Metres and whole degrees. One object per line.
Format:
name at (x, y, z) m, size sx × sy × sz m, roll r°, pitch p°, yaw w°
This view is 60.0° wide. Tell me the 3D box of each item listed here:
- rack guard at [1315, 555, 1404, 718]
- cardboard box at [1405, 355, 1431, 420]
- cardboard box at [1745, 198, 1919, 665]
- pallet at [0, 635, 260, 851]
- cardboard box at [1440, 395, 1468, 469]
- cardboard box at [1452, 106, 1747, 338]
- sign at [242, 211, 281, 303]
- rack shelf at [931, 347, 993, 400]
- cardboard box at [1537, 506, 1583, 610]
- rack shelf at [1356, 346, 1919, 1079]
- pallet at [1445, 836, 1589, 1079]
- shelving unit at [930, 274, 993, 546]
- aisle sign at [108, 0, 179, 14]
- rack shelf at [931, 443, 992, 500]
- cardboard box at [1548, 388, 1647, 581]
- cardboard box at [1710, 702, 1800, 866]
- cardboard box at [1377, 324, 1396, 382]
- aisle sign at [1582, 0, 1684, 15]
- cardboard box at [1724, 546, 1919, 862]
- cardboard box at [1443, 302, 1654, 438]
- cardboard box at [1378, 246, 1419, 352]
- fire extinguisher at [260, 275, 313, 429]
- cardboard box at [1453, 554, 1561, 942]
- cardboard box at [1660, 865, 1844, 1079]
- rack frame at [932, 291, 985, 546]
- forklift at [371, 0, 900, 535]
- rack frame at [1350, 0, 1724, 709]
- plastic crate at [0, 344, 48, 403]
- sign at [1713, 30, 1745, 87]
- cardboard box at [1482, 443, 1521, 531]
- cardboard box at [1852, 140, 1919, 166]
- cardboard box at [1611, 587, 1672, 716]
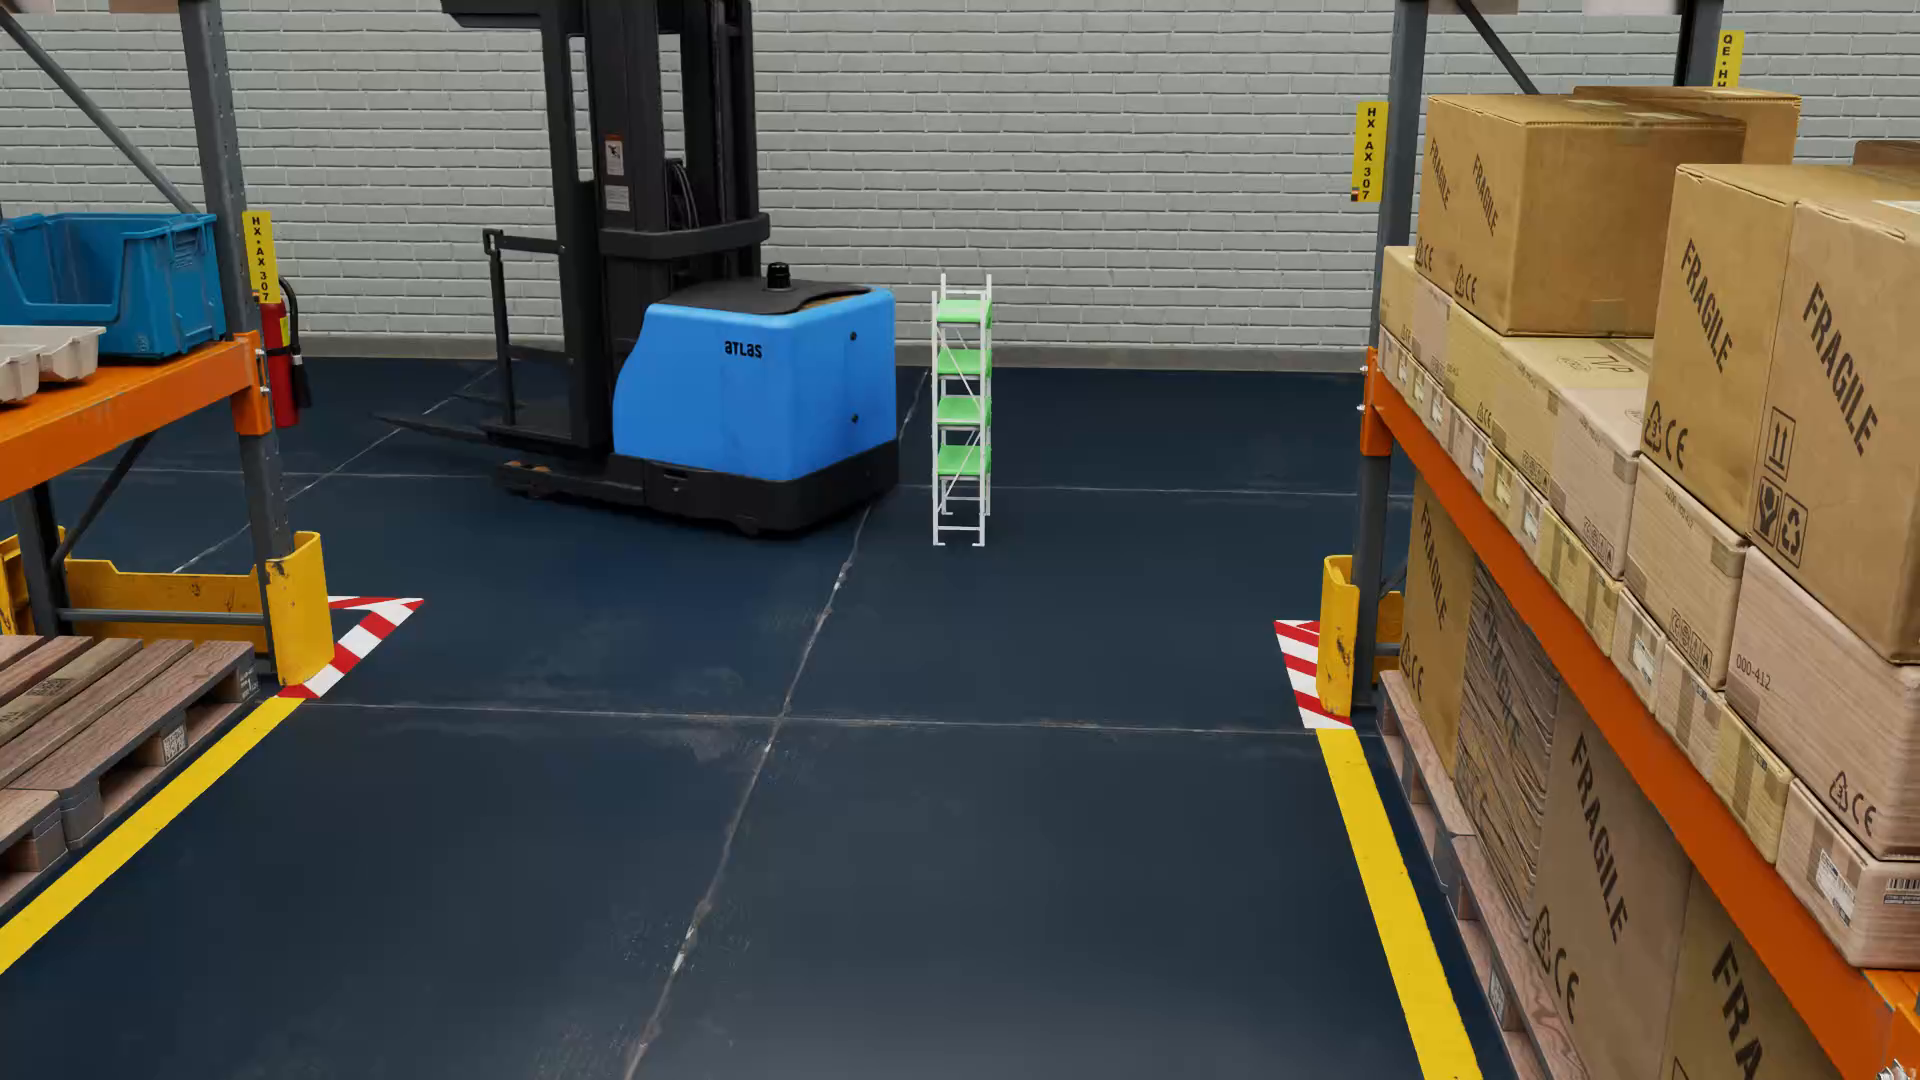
rack guard at (1.912, 0.358, 6.028) m, size 1.175 × 0.500 × 0.348 m, roll 1°, pitch 18°, yaw 4°
cardboard box at (1.521, -0.441, 4.855) m, size 0.380 × 0.149 × 0.250 m, roll 1°, pitch 18°, yaw 3°
cardboard box at (1.390, -0.155, 2.139) m, size 0.500 × 0.500 × 0.500 m, roll 2°, pitch 18°, yaw 5°
pallet at (-3.128, 0.647, 5.608) m, size 1.003 × 0.211 × 1.213 m, roll 1°, pitch 18°, yaw 4°
cardboard box at (1.484, -0.281, 4.367) m, size 0.380 × 0.149 × 0.250 m, roll 1°, pitch 18°, yaw 3°
cardboard box at (1.539, -0.790, 4.074) m, size 0.500 × 0.500 × 0.500 m, roll 1°, pitch 18°, yaw 2°
sign at (-2.480, -1.003, 5.906) m, size 0.100 × 0.325 × 0.005 m, roll 1°, pitch 18°, yaw 4°
rack shelf at (0.012, -0.789, 7.838) m, size 0.258 × 0.148 × 0.480 m, roll 1°, pitch 18°, yaw 4°
cardboard box at (1.410, 0.038, 3.393) m, size 0.380 × 0.149 × 0.250 m, roll 1°, pitch 18°, yaw 3°
rack shelf at (1.767, 0.141, 3.832) m, size 1.077 × 0.370 × 4.000 m, roll 1°, pitch 18°, yaw 4°
pallet at (1.841, 1.131, 4.134) m, size 1.003 × 0.211 × 1.213 m, roll 1°, pitch 18°, yaw 4°
shelving unit at (0.012, -0.622, 7.893) m, size 0.258 × 1.200 × 0.503 m, roll 1°, pitch 18°, yaw 4°
aisle sign at (-2.733, -2.184, 5.597) m, size 0.394 × 0.787 × 0.004 m, roll 1°, pitch 18°, yaw 4°
rack shelf at (0.012, -0.333, 7.988) m, size 0.258 × 0.148 × 0.480 m, roll 1°, pitch 18°, yaw 4°
cardboard box at (1.464, -0.113, 3.212) m, size 0.500 × 0.250 × 0.500 m, roll 2°, pitch 18°, yaw 5°
cardboard box at (1.337, 0.357, 2.419) m, size 0.380 × 0.149 × 0.250 m, roll 2°, pitch 18°, yaw 5°
cardboard box at (1.556, -0.600, 5.341) m, size 0.380 × 0.149 × 0.250 m, roll 1°, pitch 18°, yaw 5°
aisle sign at (2.215, -2.074, 5.259) m, size 0.394 × 0.787 × 0.004 m, roll 1°, pitch 18°, yaw 4°
cardboard box at (1.393, 0.207, 2.238) m, size 0.500 × 0.250 × 0.500 m, roll 1°, pitch 18°, yaw 3°
cardboard box at (1.536, -0.432, 4.187) m, size 0.500 × 0.250 × 0.500 m, roll 1°, pitch 18°, yaw 2°
cardboard box at (1.606, -0.750, 5.156) m, size 0.500 × 0.250 × 0.500 m, roll 1°, pitch 18°, yaw 2°
fire extinguisher at (-2.566, -0.756, 6.135) m, size 0.296 × 0.674 × 0.183 m, roll 1°, pitch 18°, yaw 4°
cardboard box at (1.879, 0.471, 4.407) m, size 0.875 × 0.875 × 0.875 m, roll 1°, pitch 18°, yaw 4°
cardboard box at (1.751, 1.027, 2.710) m, size 0.875 × 0.875 × 0.875 m, roll 1°, pitch 18°, yaw 4°
rack frame at (-0.006, -0.546, 7.662) m, size 0.240 × 1.200 × 0.015 m, roll 1°, pitch 18°, yaw 4°
forklift at (-1.843, -1.736, 8.514) m, size 3.031 × 2.935 × 1.130 m, roll 10°, pitch 21°, yaw 29°
rack frame at (1.910, -0.822, 5.616) m, size 1.000 × 3.000 × 0.127 m, roll 1°, pitch 18°, yaw 4°
plastic crate at (-2.943, -0.489, 4.926) m, size 0.396 × 0.136 × 0.243 m, roll 1°, pitch 18°, yaw 4°
sign at (2.450, -1.469, 5.349) m, size 0.100 × 0.325 × 0.005 m, roll 1°, pitch 18°, yaw 4°
cardboard box at (1.447, -0.122, 3.883) m, size 0.380 × 0.149 × 0.250 m, roll 1°, pitch 18°, yaw 3°
cardboard box at (1.988, -0.464, 3.081) m, size 0.500 × 0.500 × 0.500 m, roll 1°, pitch 18°, yaw 2°
cardboard box at (1.374, 0.198, 2.906) m, size 0.380 × 0.149 × 0.250 m, roll 2°, pitch 18°, yaw 5°
